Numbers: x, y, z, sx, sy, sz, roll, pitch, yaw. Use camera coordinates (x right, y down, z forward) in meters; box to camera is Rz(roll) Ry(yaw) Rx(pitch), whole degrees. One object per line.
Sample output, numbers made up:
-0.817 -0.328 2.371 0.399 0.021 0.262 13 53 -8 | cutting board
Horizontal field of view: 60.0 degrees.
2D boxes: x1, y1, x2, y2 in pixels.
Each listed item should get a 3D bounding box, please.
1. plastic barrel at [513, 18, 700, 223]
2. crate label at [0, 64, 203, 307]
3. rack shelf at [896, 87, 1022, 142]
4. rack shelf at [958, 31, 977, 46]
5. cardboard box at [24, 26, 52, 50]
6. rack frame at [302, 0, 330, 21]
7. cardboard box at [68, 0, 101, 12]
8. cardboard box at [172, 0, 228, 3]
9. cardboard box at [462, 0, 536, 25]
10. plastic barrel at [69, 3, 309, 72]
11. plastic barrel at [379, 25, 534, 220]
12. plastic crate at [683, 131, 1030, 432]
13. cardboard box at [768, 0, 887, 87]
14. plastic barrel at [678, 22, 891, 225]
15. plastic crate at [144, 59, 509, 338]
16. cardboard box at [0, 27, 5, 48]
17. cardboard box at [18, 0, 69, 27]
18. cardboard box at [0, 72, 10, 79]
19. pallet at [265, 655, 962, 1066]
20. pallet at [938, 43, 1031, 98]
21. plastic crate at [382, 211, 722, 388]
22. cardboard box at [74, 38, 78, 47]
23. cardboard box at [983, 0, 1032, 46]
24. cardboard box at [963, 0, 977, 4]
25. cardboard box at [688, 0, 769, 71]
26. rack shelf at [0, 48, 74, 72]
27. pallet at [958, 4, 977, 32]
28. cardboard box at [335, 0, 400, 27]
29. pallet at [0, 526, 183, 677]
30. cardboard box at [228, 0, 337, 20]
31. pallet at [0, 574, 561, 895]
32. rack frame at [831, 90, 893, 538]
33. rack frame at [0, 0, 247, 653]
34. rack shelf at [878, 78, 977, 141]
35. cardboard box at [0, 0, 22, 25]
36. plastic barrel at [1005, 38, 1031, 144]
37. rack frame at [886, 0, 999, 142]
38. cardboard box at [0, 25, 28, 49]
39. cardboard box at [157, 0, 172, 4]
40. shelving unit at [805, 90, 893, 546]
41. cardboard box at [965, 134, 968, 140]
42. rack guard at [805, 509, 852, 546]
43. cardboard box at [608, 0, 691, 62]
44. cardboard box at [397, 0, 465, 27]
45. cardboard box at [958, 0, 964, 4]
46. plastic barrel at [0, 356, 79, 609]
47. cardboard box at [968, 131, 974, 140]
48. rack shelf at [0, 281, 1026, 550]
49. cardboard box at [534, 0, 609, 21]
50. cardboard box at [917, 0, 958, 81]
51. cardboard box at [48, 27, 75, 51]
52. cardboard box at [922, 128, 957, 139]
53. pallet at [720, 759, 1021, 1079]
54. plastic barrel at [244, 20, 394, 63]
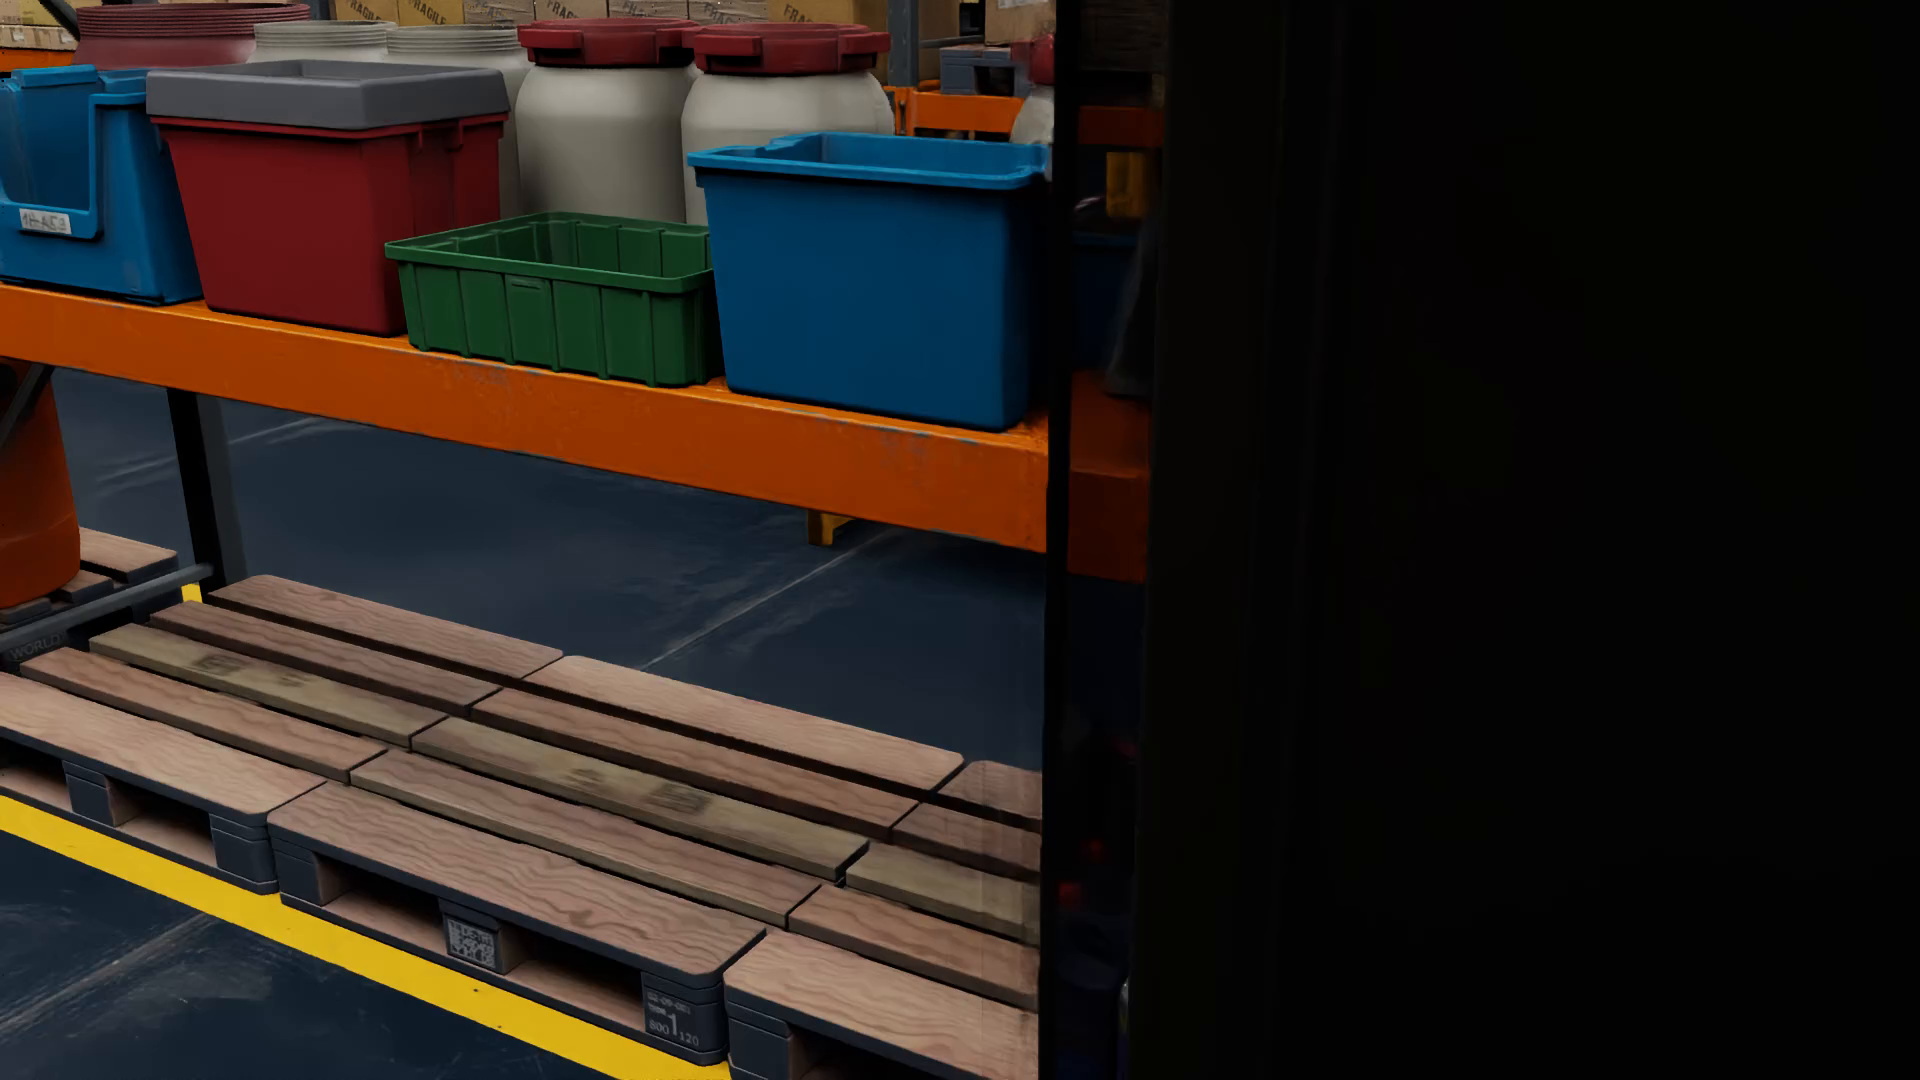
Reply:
-0.727 -0.824 3.538 0.433 0.535 0.433 0 20 0 | plastic barrel
-1.737 -0.778 3.559 0.616 0.435 0.502 11 23 27 | crate label
1.689 -1.811 7.513 4.000 0.370 1.077 11 23 27 | rack shelf
0.704 -3.936 13.371 4.000 0.370 1.077 11 23 27 | rack shelf
-5.994 -3.366 11.114 0.250 0.149 0.380 10 22 26 | cardboard box
-3.549 -3.147 10.141 0.127 3.000 1.000 11 23 27 | rack frame
-5.401 -3.467 10.807 0.500 0.250 0.500 10 22 26 | cardboard box
-4.515 -3.297 10.338 0.500 0.250 0.500 12 23 29 | cardboard box
-2.393 -2.876 9.248 0.500 0.500 0.500 10 22 26 | cardboard box
-1.919 -1.084 4.255 0.708 0.536 0.600 11 23 27 | plastic barrel
-1.102 -0.882 3.734 0.421 0.512 0.421 0 20 0 | plastic barrel
-0.095 -0.425 2.661 0.575 0.384 0.392 11 23 27 | plastic crate
-0.608 -2.537 8.313 0.500 0.500 0.500 12 23 29 | cardboard box
-0.349 -0.752 3.340 0.433 0.535 0.433 0 20 0 | plastic barrel
-1.211 -0.677 3.239 0.583 0.464 0.402 11 23 27 | plastic crate
-6.443 -3.452 11.350 0.250 0.149 0.380 10 22 26 | cardboard box
-5.859 -3.552 11.042 0.500 0.250 0.500 10 22 26 | cardboard box
-6.443 -2.928 12.038 0.875 0.875 0.875 11 23 27 | cardboard box
-0.754 0.648 3.770 1.213 0.211 1.003 11 23 27 | pallet
0.618 -2.304 8.100 1.003 0.211 1.213 11 23 27 | pallet
-0.638 -0.448 3.011 0.662 0.188 0.450 11 23 27 | plastic crate
-5.548 -3.281 10.880 0.250 0.149 0.380 10 22 26 | cardboard box
0.434 -2.648 8.004 0.500 0.500 0.500 8 21 21 | cardboard box
0.221 -4.268 12.984 0.250 0.149 0.380 10 22 26 | cardboard box
-1.041 -2.621 8.546 0.500 0.500 0.500 11 22 27 | cardboard box
-5.295 -3.141 11.180 4.000 0.370 1.077 11 23 27 | rack shelf
0.702 -4.168 13.238 1.213 0.211 1.003 11 23 27 | pallet
-3.269 -3.043 9.708 0.500 0.500 0.500 11 23 27 | cardboard box
-3.181 0.185 5.045 1.213 0.211 1.003 11 23 27 | pallet
-4.062 -3.211 10.103 0.500 0.250 0.500 10 22 26 | cardboard box
-1.815 0.444 4.331 1.213 0.211 1.003 11 23 27 | pallet
-0.369 -0.775 5.803 0.032 1.500 0.500 11 23 27 | rack frame
-2.472 -1.007 4.242 0.127 3.000 1.000 11 23 27 | rack frame
-1.803 -2.476 9.347 4.000 0.370 1.077 11 23 27 | rack shelf
-6.296 -3.636 11.275 0.500 0.250 0.500 10 22 27 | cardboard box
0.292 -0.630 3.004 0.433 0.535 0.433 0 20 0 | plastic barrel
-0.057 -2.481 8.307 0.127 3.000 1.000 11 23 27 | rack frame
-6.215 -3.409 11.232 0.250 0.149 0.380 10 22 26 | cardboard box
-4.961 -3.381 10.572 0.500 0.250 0.500 11 23 28 | cardboard box
0.067 -0.692 5.574 1.083 1.500 0.587 11 23 27 | shelving unit
-0.063 -3.339 13.722 0.500 0.500 0.500 12 23 30 | cardboard box
-0.368 -0.188 6.016 0.087 0.250 0.587 11 23 27 | rack guard
-1.496 -2.707 8.782 0.500 0.500 0.500 10 22 26 | cardboard box
-2.830 -2.959 9.478 0.500 0.500 0.500 11 23 27 | cardboard box
-0.020 -4.312 13.106 0.250 0.149 0.380 10 22 25 | cardboard box
-2.907 -0.260 4.751 0.708 0.830 0.600 11 23 27 | plastic barrel
0.401 -3.256 13.493 0.500 0.500 0.500 11 23 28 | cardboard box
-0.726 -0.336 3.448 4.000 0.370 1.077 11 23 27 | rack shelf
-1.939 -2.792 9.016 0.500 0.500 0.500 11 23 28 | cardboard box
-0.348 -2.690 8.736 0.500 0.500 0.500 12 23 29 | cardboard box
-5.768 -3.323 10.996 0.250 0.149 0.380 11 22 27 | cardboard box
-0.649 -1.801 8.931 0.875 0.875 1.225 10 22 25 | cardboard box
0.315 0.850 3.212 1.213 0.211 1.003 11 23 27 | pallet
-1.470 -0.952 3.927 0.421 0.512 0.421 0 20 0 | plastic barrel
